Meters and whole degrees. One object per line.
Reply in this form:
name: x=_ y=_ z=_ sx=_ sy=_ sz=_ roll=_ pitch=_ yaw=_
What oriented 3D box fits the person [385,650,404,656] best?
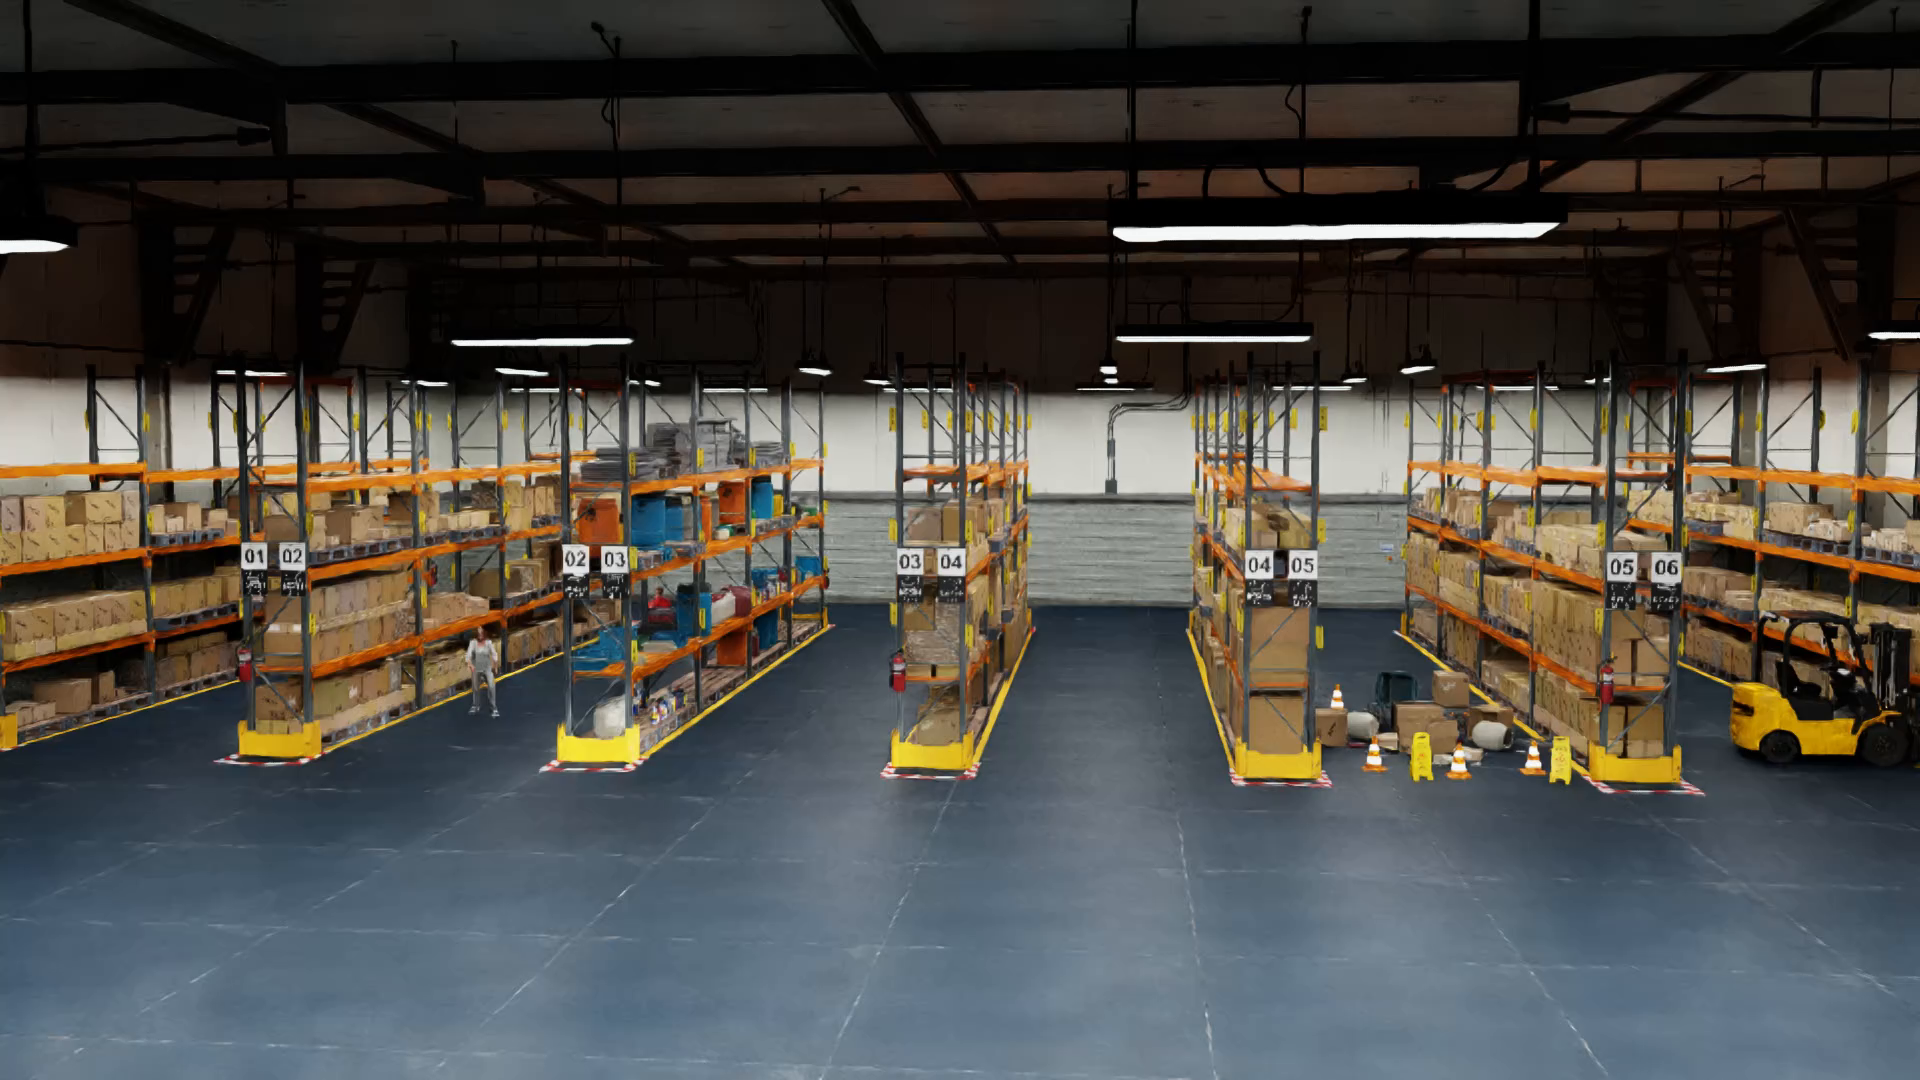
person: x=-12.061 y=1.691 z=35.331 sx=0.598 sy=1.619 sz=0.507 roll=0 pitch=4 yaw=3

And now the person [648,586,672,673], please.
person: x=-6.017 y=1.771 z=33.196 sx=0.584 sy=1.717 sz=0.654 roll=3 pitch=5 yaw=37

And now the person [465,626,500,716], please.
person: x=-8.134 y=2.213 z=28.329 sx=0.562 sy=1.528 sz=0.778 roll=-1 pitch=4 yaw=-13
